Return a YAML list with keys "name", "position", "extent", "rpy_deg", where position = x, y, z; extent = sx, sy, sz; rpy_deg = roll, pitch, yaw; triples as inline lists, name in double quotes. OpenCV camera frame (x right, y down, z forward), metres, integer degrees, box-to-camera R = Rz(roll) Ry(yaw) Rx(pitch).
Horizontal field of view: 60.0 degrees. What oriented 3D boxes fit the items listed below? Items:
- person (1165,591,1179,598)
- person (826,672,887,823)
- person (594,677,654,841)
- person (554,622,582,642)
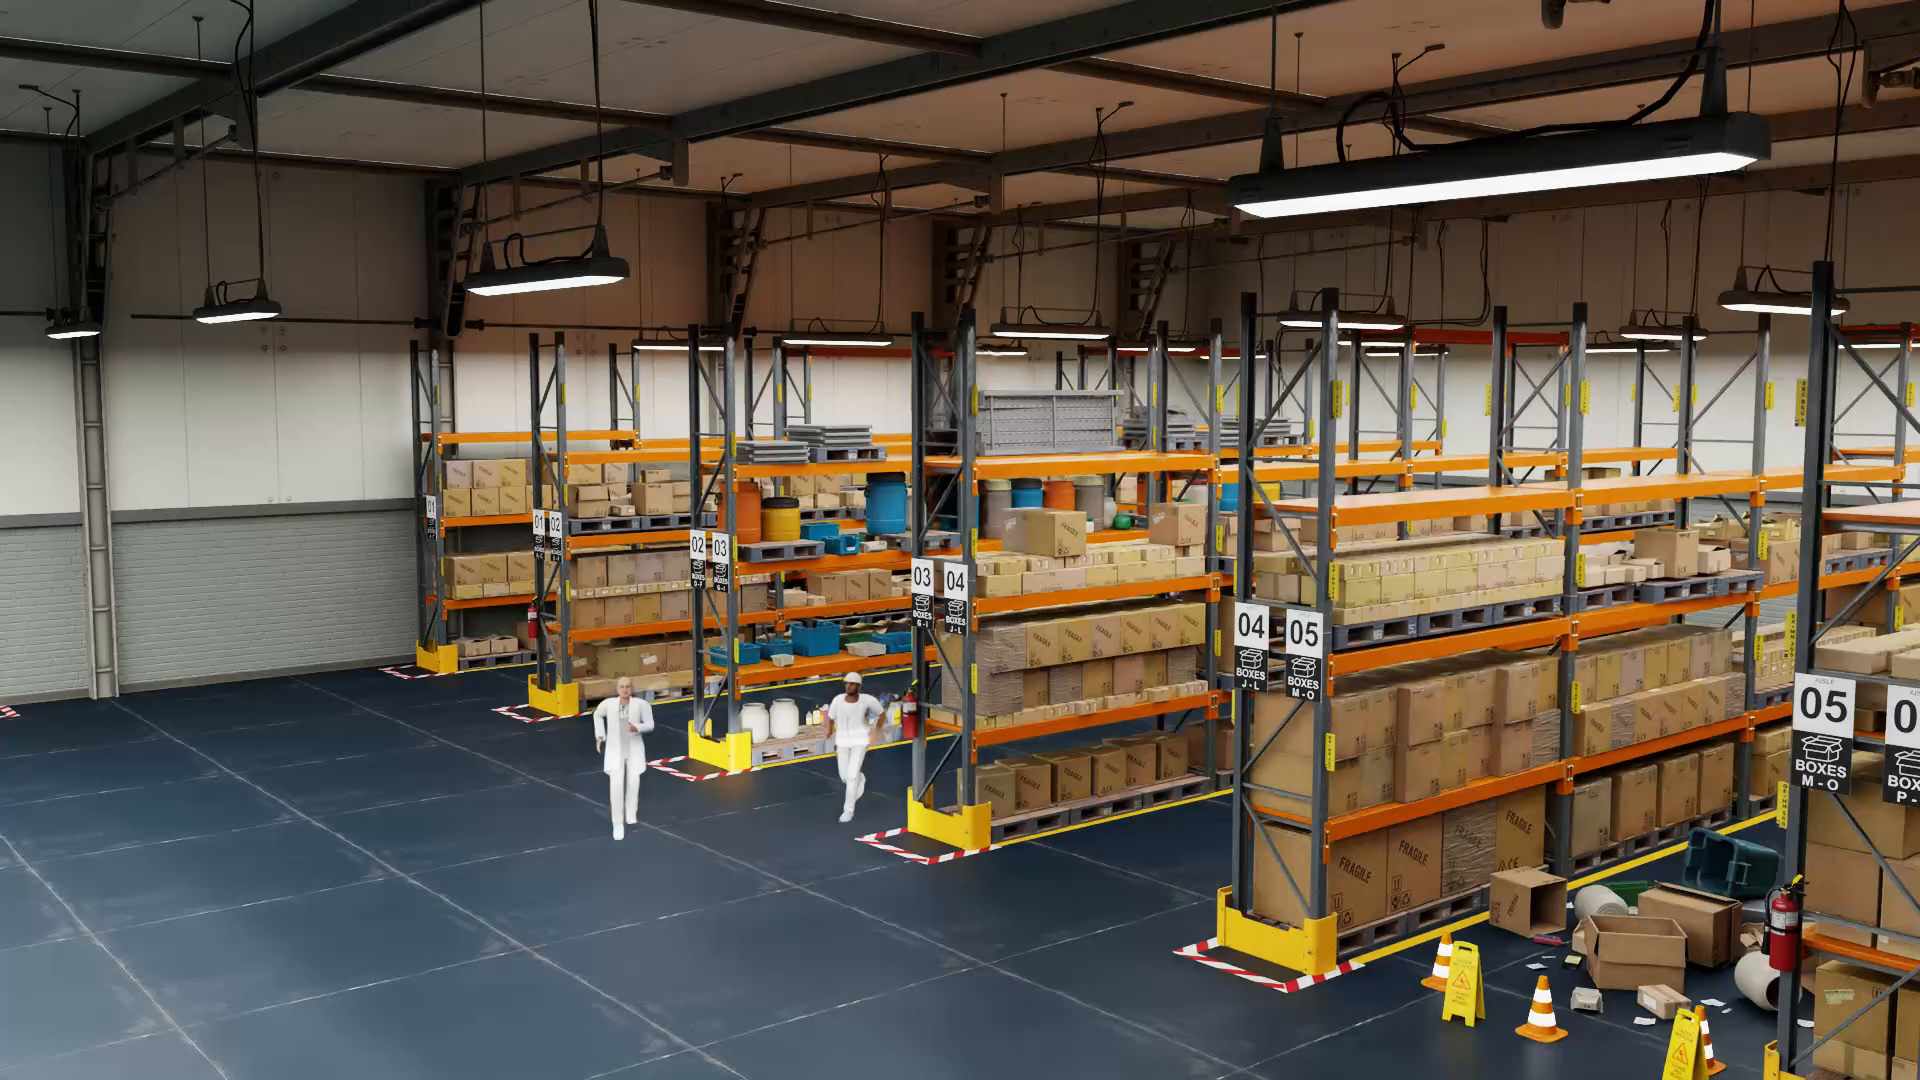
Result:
- name: "person"
  position: [3.820, 1.480, 30.686]
  extent: [0.886, 1.646, 0.608]
  rpy_deg: [-5, 7, -42]
- name: "person"
  position: [-1.268, 2.460, 20.034]
  extent: [0.709, 1.768, 0.839]
  rpy_deg: [2, 6, 17]
- name: "person"
  position: [-3.881, 2.506, 19.266]
  extent: [0.672, 1.835, 0.855]
  rpy_deg: [-1, 5, -15]
- name: "person"
  position: [-6.600, 1.687, 28.603]
  extent: [0.518, 1.679, 0.887]
  rpy_deg: [5, 7, 43]
